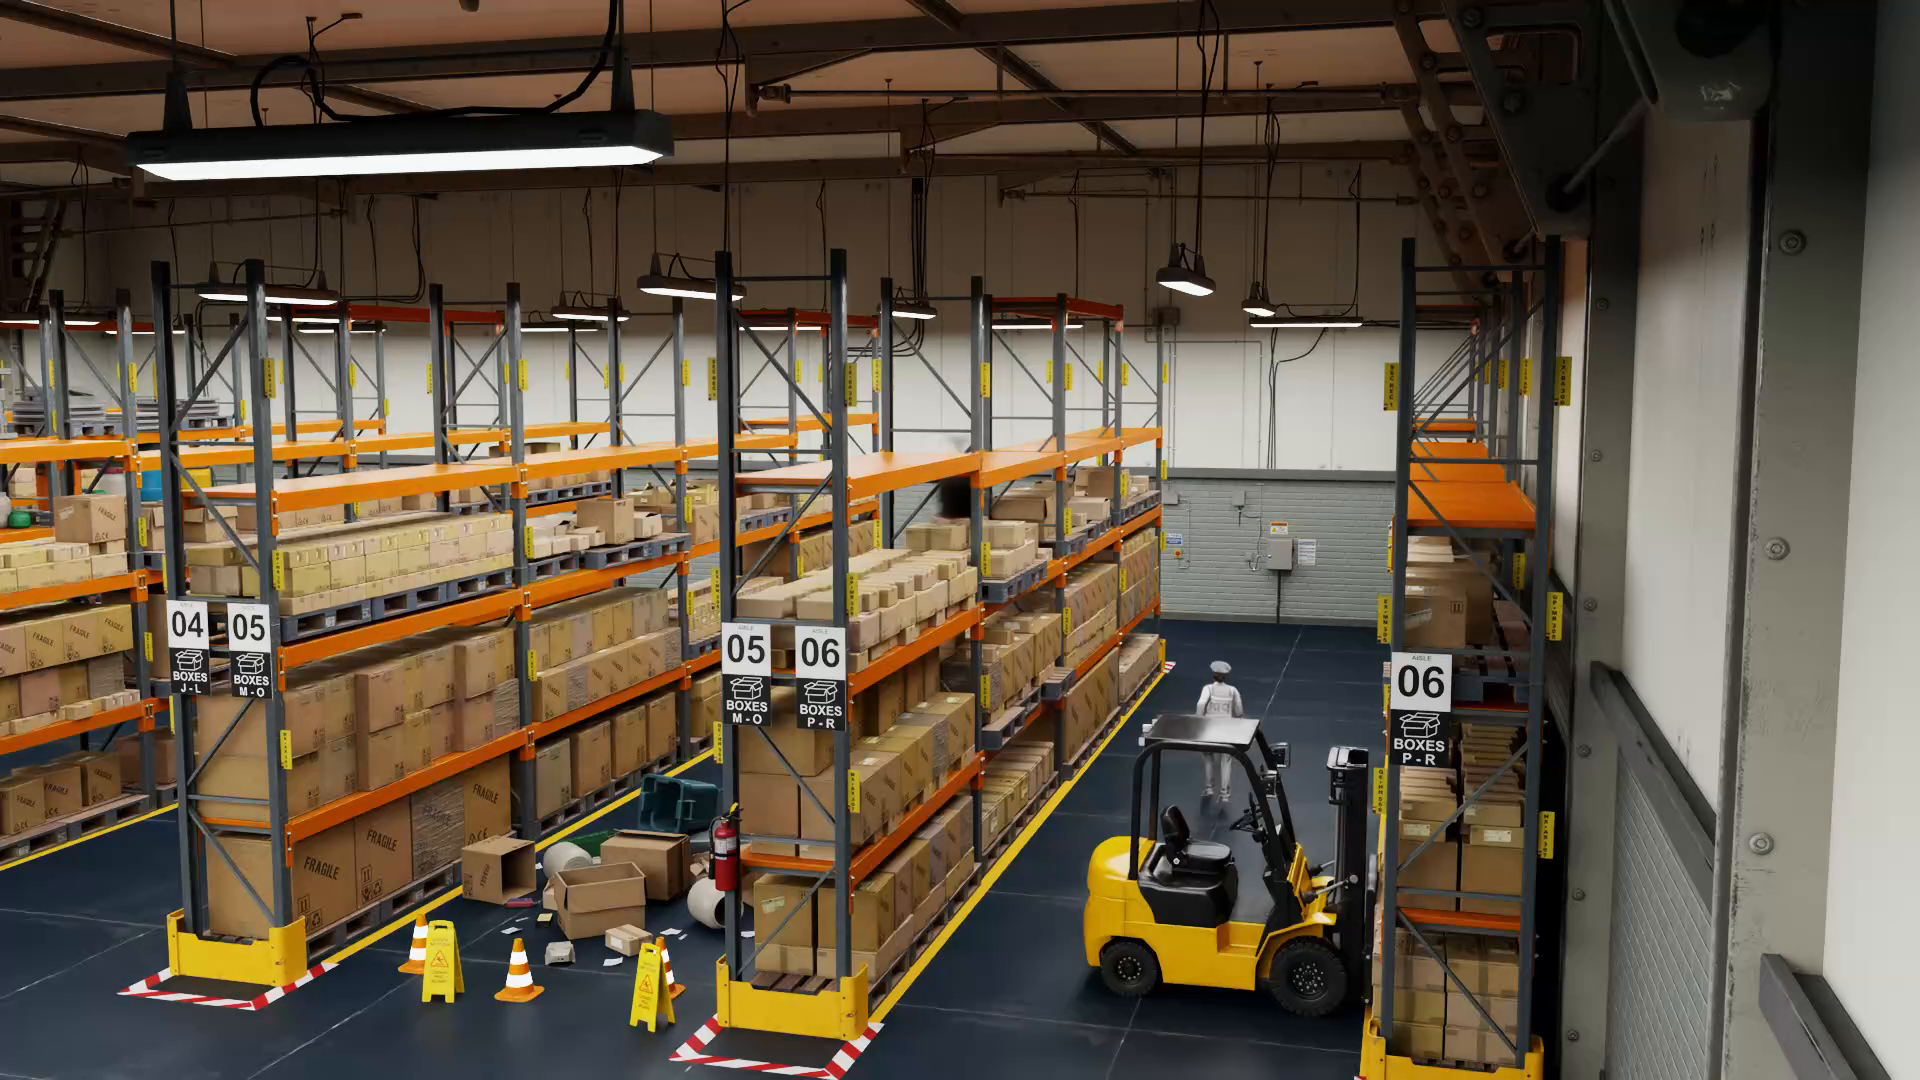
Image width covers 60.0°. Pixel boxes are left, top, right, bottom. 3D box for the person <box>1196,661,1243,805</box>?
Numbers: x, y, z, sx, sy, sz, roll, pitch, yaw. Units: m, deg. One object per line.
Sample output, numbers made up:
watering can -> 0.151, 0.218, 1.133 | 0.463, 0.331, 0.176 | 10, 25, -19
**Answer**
person -> 3.034, 2.282, 19.522 | 0.599, 1.662, 0.942 | 0, 6, 4
